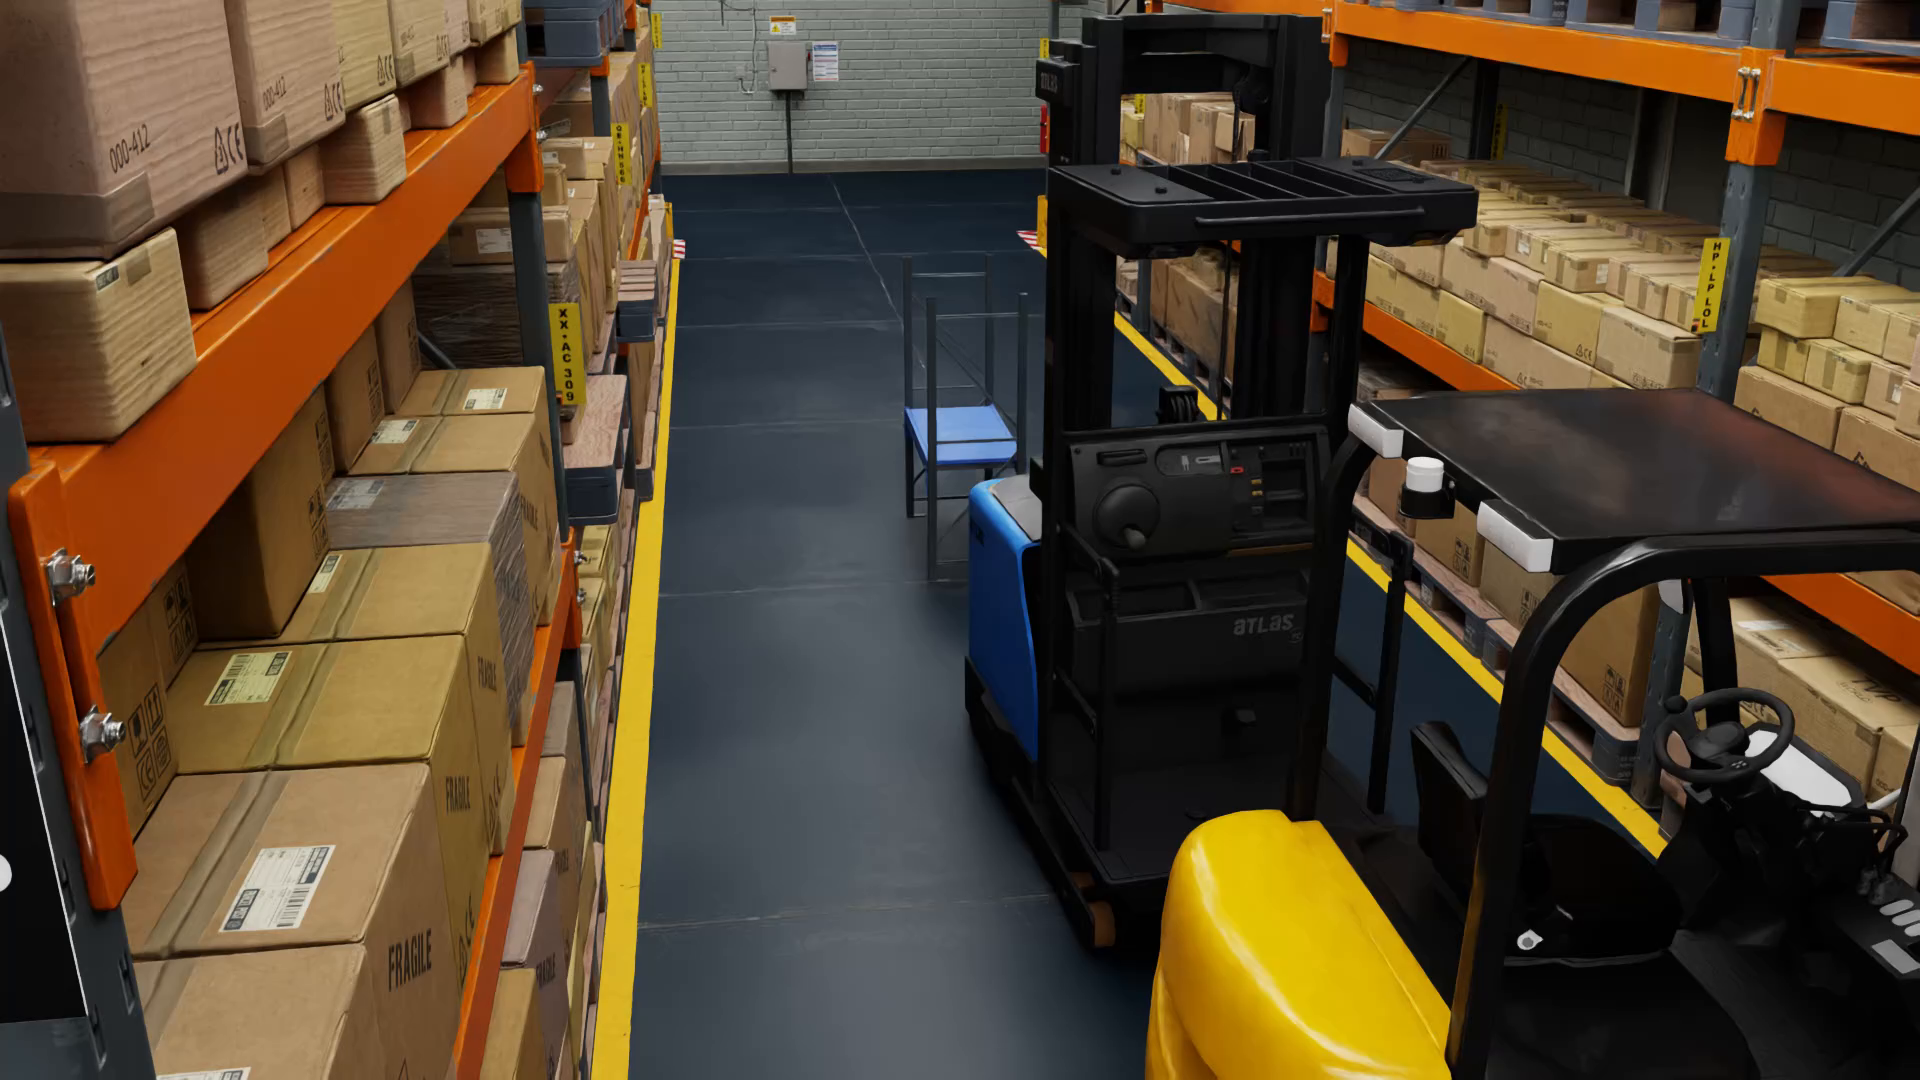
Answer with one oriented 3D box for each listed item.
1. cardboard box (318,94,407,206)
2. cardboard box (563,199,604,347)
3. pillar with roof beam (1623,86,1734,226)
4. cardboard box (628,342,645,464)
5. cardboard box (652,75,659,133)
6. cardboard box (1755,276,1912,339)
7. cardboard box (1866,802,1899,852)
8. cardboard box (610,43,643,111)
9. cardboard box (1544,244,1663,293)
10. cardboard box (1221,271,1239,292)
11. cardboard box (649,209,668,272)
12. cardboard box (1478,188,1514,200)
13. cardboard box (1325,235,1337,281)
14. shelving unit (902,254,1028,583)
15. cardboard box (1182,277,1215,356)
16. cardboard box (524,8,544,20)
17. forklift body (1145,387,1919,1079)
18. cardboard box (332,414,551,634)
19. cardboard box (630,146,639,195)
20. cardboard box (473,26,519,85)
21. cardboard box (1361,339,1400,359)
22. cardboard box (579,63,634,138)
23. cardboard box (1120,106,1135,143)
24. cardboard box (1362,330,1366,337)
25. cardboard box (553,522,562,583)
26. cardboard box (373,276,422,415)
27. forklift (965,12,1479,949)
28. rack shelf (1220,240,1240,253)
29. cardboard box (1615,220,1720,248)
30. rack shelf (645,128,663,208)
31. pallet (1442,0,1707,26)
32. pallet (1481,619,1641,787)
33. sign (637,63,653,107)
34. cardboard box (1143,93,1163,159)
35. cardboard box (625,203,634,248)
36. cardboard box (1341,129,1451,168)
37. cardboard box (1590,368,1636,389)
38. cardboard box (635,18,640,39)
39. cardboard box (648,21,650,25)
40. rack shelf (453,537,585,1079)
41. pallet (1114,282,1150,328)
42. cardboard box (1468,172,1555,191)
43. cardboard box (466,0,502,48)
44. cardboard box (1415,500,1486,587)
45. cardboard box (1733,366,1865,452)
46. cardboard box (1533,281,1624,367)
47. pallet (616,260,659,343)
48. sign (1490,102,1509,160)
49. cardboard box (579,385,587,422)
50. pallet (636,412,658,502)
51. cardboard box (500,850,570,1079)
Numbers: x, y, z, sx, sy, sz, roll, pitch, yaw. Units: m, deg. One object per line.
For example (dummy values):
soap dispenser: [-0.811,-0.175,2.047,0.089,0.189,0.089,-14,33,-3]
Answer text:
cardboard box: [-1.122,-0.634,2.698,0.380,0.149,0.250,-3,21,-7]
cardboard box: [-1.696,-1.058,6.594,0.500,0.500,0.500,-3,21,-8]
pillar with roof beam: [-0.627,-3.977,7.003,9.100,9.000,0.400,-3,21,-8]
cardboard box: [-2.376,-0.983,9.997,0.875,0.875,0.875,-3,21,-8]
cardboard box: [-3.180,-4.201,16.034,0.500,0.500,0.500,-3,21,-7]
cardboard box: [2.882,-0.769,5.494,0.380,0.149,0.250,-2,21,-7]
cardboard box: [3.029,0.984,4.908,0.500,0.250,0.500,-3,21,-8]
cardboard box: [-2.764,-3.615,13.037,0.500,0.500,0.500,-3,21,-7]
cardboard box: [2.653,-1.123,6.865,0.380,0.149,0.250,-4,21,-9]
cardboard box: [2.083,-1.826,11.862,0.380,0.149,0.250,-3,21,-8]
cardboard box: [-3.177,-2.764,15.392,0.875,0.438,0.875,-2,21,-6]
cardboard box: [2.525,-1.660,8.303,0.380,0.149,0.250,-3,21,-7]
cardboard box: [2.375,-1.553,9.302,0.500,0.250,0.500,-3,21,-8]
shelving unit: [0.012,-0.673,8.875,0.538,1.500,1.048,-3,21,-8]
cardboard box: [1.977,-1.665,12.358,0.500,0.500,0.500,-4,21,-9]
cardboard box: [-2.110,-2.465,7.094,0.797,0.503,0.637,-3,21,-8]
forklift body: [1.627,0.813,3.965,2.313,2.155,1.214,-3,21,-8]
cardboard box: [-1.391,-0.020,4.415,0.500,0.500,0.500,-2,21,-6]
cardboard box: [-2.380,-2.418,10.904,0.500,0.250,0.500,-3,21,-7]
cardboard box: [-1.434,-1.347,4.606,0.380,0.149,0.250,-3,21,-7]
cardboard box: [2.769,-0.975,10.513,0.500,0.500,0.500,-2,21,-6]
cardboard box: [-2.487,-2.941,11.231,0.500,0.500,0.500,-2,21,-6]
cardboard box: [1.574,-3.580,14.304,0.500,0.250,0.500,-3,21,-8]
cardboard box: [2.774,-1.409,10.746,0.380,0.149,0.250,-2,21,-6]
cardboard box: [-1.434,0.061,5.126,0.380,0.149,0.250,-3,21,-8]
cardboard box: [-1.933,-0.644,4.657,0.700,0.500,0.500,-3,21,-8]
forklift: [0.877,-0.155,5.442,1.130,2.935,3.031,-5,21,-13]
rack shelf: [2.264,-2.145,11.700,1.077,0.370,4.000,-3,21,-8]
cardboard box: [3.159,-1.332,7.425,0.380,0.149,0.250,-3,21,-8]
rack shelf: [-3.223,-3.278,14.735,1.077,0.370,4.000,-3,21,-8]
pallet: [2.903,-2.489,7.575,1.003,0.211,1.213,-2,21,-5]
pallet: [2.985,0.648,7.178,1.003,0.211,1.213,-3,21,-8]
sign: [-2.400,-3.459,12.648,0.100,0.325,0.005,-3,21,-8]
cardboard box: [1.825,-3.239,12.859,0.700,0.500,0.500,-2,21,-6]
cardboard box: [-2.342,-2.009,10.521,0.500,0.250,0.500,-2,21,-6]
cardboard box: [2.633,-2.219,10.128,0.500,0.500,0.500,-2,21,-5]
cardboard box: [2.798,-0.496,6.471,0.500,0.250,0.500,-2,21,-7]
cardboard box: [-2.840,-4.221,13.732,0.380,0.149,0.250,-4,21,-9]
cardboard box: [-3.207,-4.668,15.856,0.500,0.500,0.500,-2,21,-6]
rack shelf: [-1.494,0.876,3.611,1.077,0.370,4.000,-3,21,-8]
pallet: [1.878,-2.106,14.553,1.003,0.211,1.213,-3,21,-8]
cardboard box: [2.925,-1.860,8.840,0.380,0.149,0.250,-3,21,-8]
cardboard box: [-1.378,-1.313,3.947,0.500,0.250,0.500,-3,21,-9]
cardboard box: [2.828,-0.198,8.254,0.875,0.625,0.625,-4,21,-10]
cardboard box: [2.935,-0.285,5.548,0.500,0.500,0.500,-3,21,-9]
cardboard box: [2.724,-0.903,6.848,0.500,0.250,0.500,-3,21,-9]
pallet: [-2.150,-1.207,8.434,1.213,0.211,1.003,-3,21,-8]
sign: [3.101,-2.361,9.596,0.100,0.325,0.005,-3,21,-8]
cardboard box: [-1.576,-0.526,6.097,0.380,0.149,0.250,-2,21,-7]
pallet: [-2.398,-0.508,10.276,1.003,0.211,1.213,-3,21,-8]
cardboard box: [-1.281,1.131,4.159,0.500,0.500,0.500,-2,21,-5]
